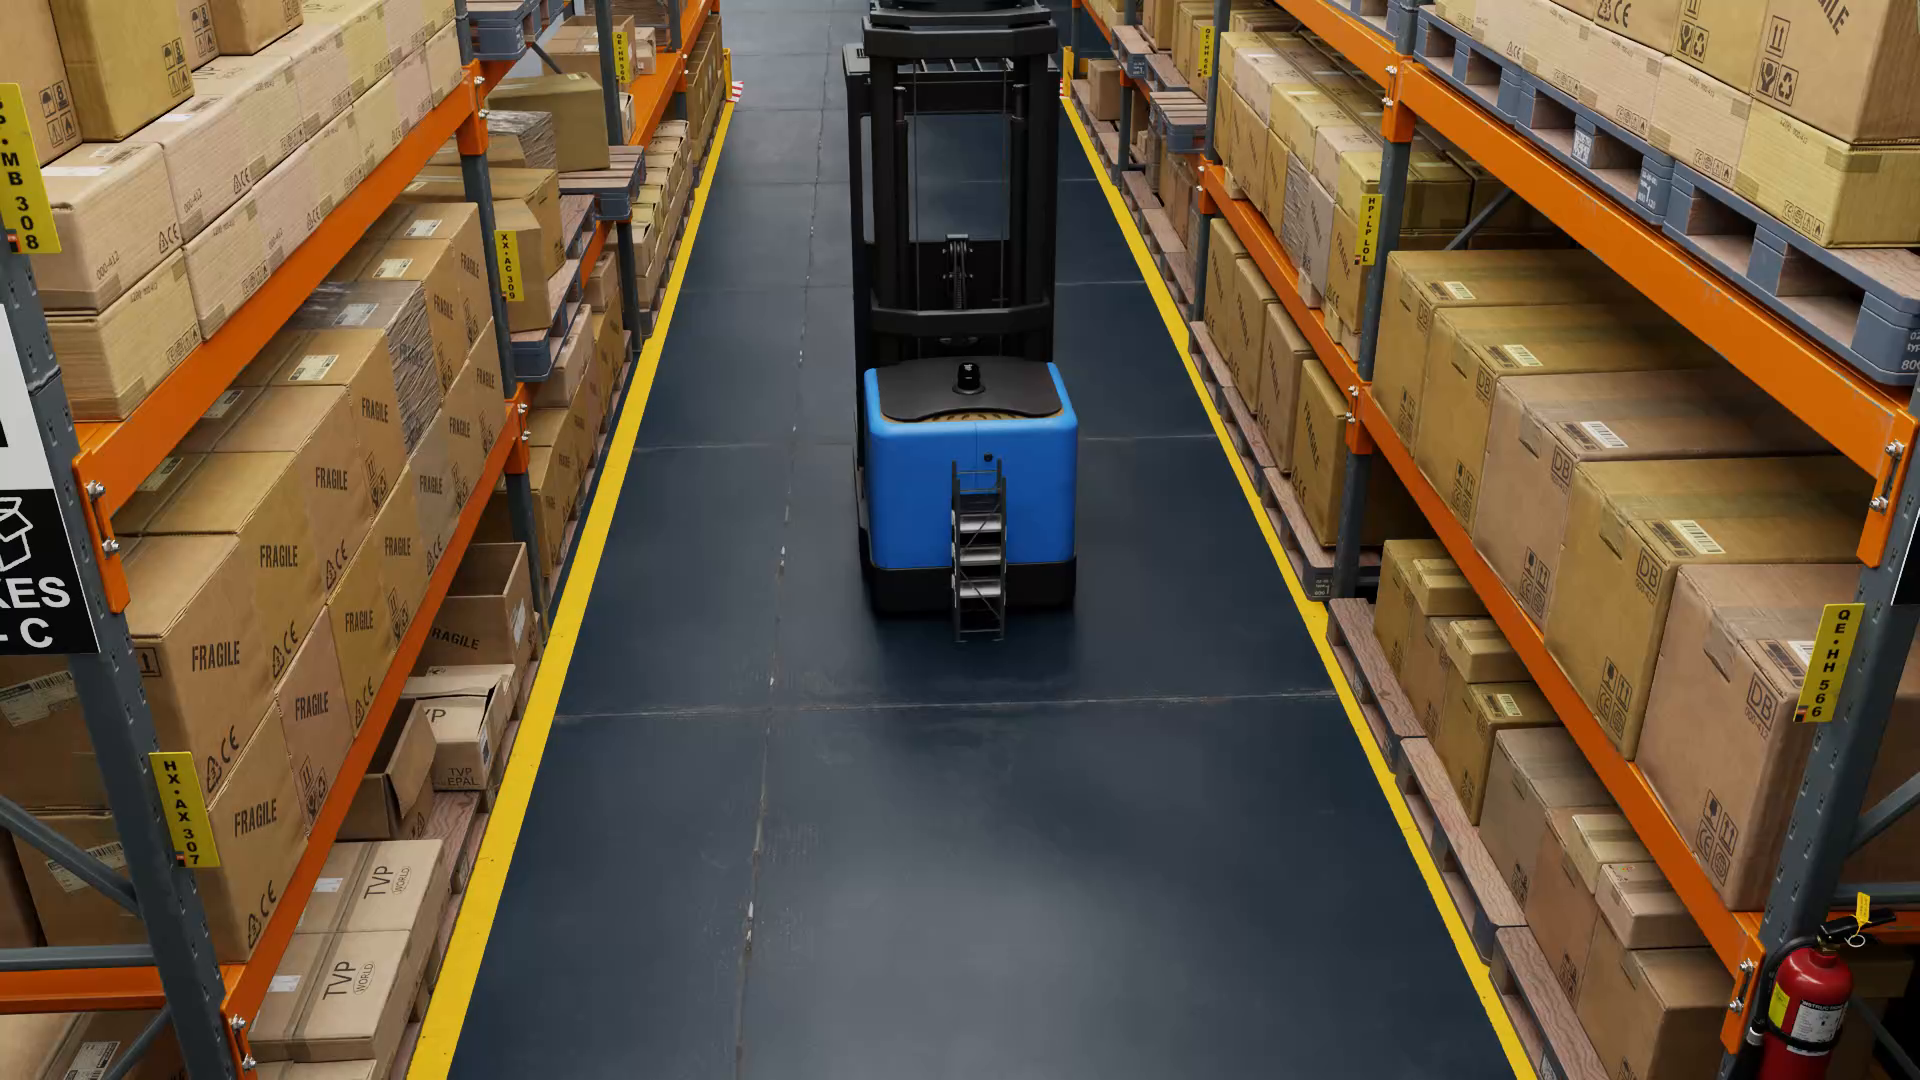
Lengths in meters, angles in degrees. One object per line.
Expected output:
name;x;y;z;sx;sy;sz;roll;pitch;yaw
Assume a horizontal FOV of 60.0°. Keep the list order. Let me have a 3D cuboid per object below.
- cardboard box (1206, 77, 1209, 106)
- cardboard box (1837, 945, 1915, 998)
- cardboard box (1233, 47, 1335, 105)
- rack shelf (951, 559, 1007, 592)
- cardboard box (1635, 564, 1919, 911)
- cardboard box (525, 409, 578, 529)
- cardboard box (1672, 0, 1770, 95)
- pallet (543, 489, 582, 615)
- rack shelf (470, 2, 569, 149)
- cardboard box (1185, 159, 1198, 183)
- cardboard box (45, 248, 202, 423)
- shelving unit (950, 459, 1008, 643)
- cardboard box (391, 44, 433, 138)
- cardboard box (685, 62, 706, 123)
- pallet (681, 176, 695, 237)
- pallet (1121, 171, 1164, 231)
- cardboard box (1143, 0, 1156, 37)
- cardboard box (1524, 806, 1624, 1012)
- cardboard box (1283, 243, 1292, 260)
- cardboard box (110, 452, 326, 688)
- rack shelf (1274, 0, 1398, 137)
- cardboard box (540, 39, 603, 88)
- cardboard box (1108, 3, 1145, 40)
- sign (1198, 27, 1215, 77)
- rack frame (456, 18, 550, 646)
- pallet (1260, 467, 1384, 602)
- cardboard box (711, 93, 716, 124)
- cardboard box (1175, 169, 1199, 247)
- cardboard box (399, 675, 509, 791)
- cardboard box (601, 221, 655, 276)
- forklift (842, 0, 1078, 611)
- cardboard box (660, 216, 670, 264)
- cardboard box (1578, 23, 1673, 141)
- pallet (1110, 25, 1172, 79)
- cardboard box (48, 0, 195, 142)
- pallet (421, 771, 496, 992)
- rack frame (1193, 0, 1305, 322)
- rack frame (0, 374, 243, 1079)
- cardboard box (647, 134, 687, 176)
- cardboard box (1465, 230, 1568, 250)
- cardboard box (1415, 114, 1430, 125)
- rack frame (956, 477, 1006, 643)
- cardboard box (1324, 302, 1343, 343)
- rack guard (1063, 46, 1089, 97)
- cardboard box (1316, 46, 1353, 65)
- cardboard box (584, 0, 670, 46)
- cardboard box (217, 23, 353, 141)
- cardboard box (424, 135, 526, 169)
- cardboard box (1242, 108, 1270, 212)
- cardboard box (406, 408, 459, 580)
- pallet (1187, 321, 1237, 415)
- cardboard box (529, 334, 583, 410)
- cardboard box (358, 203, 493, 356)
cardboard box;2.149;-3.245;11.645;0.700;0.500;0.500;-5;28;-9
cardboard box;2.671;1.272;5.115;0.380;0.149;0.250;-1;28;-2
cardboard box;1.979;-2.843;10.194;0.500;0.250;0.500;-2;28;-3
rack shelf;0.090;0.168;8.221;0.258;0.077;0.200;-2;28;-5
cardboard box;2.565;0.537;4.652;0.980;0.700;0.700;0;28;0
cardboard box;-2.375;-0.383;8.968;0.500;0.500;0.500;-1;28;-2
cardboard box;2.275;-1.484;4.397;0.500;0.500;0.500;-1;28;-1
pallet;-2.635;0.041;8.943;1.003;0.211;1.213;-1;28;-3
rack shelf;-2.659;-2.755;8.823;1.077;0.370;4.000;-1;28;-3
cardboard box;2.095;-3.042;13.255;0.500;0.250;0.500;-2;28;-3
cardboard box;-2.118;-0.480;3.846;0.500;0.250;0.500;-1;28;-3
shelving unit;0.090;0.059;8.164;0.258;0.900;0.210;-2;28;-5
cardboard box;-2.248;-1.635;6.059;0.500;0.250;0.500;-1;28;-3
cardboard box;-2.718;-4.267;15.896;0.500;0.500;0.500;-1;28;-3
pallet;-2.895;-2.940;14.658;1.003;0.211;1.213;-1;28;-3
pallet;2.017;-3.041;14.852;1.003;0.211;1.213;-1;28;-3
cardboard box;1.967;-4.640;14.319;0.700;0.500;0.500;-1;28;-2
cardboard box;2.439;1.275;5.810;0.700;0.500;0.500;-1;28;-3
cardboard box;2.067;-1.699;9.515;0.380;0.149;0.250;-1;28;-1
cardboard box;-2.140;0.086;4.651;0.500;0.500;0.500;-1;28;-2
rack shelf;2.288;-2.877;9.056;1.077;0.370;4.000;-1;28;-3
cardboard box;-2.867;-3.487;12.583;0.500;0.500;0.500;-3;28;-5
cardboard box;1.647;-4.790;15.331;0.500;0.250;0.500;-1;28;-3
sign;1.642;-3.250;11.071;0.100;0.325;0.005;-1;28;-3
rack frame;-2.554;-0.821;7.580;1.000;3.000;0.127;-1;28;-3
pallet;2.277;-0.060;9.137;1.003;0.211;1.213;-1;28;-3
cardboard box;-2.768;-4.396;16.955;0.500;0.250;0.500;-1;28;-3
cardboard box;2.129;-2.677;13.366;0.700;0.500;0.500;-2;28;-3
cardboard box;-2.202;0.779;6.944;0.500;0.311;0.500;-1;28;-3
cardboard box;-2.497;-2.133;12.008;0.500;0.311;0.500;0;28;-1
forklift;-0.057;-1.589;9.128;1.130;2.935;3.031;-2;28;-5
cardboard box;-2.558;-2.356;13.043;0.500;0.250;0.500;-2;28;-4
cardboard box;2.238;-1.401;5.049;0.500;0.250;0.500;-2;28;-4
pallet;1.869;-4.195;14.257;1.003;0.211;1.213;-1;28;-3
cardboard box;-2.330;-1.261;3.991;0.700;0.500;0.500;-1;28;-3
pallet;-2.453;1.298;6.534;1.003;0.211;1.213;-1;28;-3
rack frame;2.183;-2.789;11.354;1.000;3.000;0.127;-1;28;-3
rack frame;-2.345;1.027;4.038;1.000;3.000;0.127;-1;28;-3
cardboard box;-2.631;-3.311;14.267;0.500;0.311;0.500;-1;28;-1
cardboard box;2.620;-1.346;8.135;0.500;0.500;0.500;-2;28;-4
cardboard box;2.563;-2.151;8.868;0.500;0.250;0.500;-2;28;-4
rack frame;0.100;0.106;8.075;0.240;0.900;0.006;-2;28;-5
cardboard box;2.055;-1.105;8.375;0.380;0.149;0.250;-1;28;-2
rack guard;1.770;-5.340;18.949;1.175;0.500;0.348;-1;28;-3
cardboard box;2.490;-2.864;10.236;0.500;0.250;0.500;-2;28;-4
cardboard box;-3.002;-4.764;15.033;0.700;0.500;0.500;-2;28;-4
cardboard box;-2.186;-1.395;5.059;0.500;0.250;0.500;-1;28;-3
cardboard box;-2.708;-1.866;9.021;0.700;0.500;0.500;-8;29;-16
cardboard box;1.996;-2.273;9.912;0.500;0.500;0.500;-2;28;-3
cardboard box;-2.215;-0.165;6.215;0.500;0.500;0.500;-1;28;-1
pallet;2.149;-1.187;11.297;1.003;0.211;1.213;-1;28;-3
cardboard box;-2.388;-0.931;9.208;0.500;0.250;0.500;-1;28;-3
cardboard box;-2.269;-1.081;6.890;0.500;0.500;0.500;-1;28;-2
